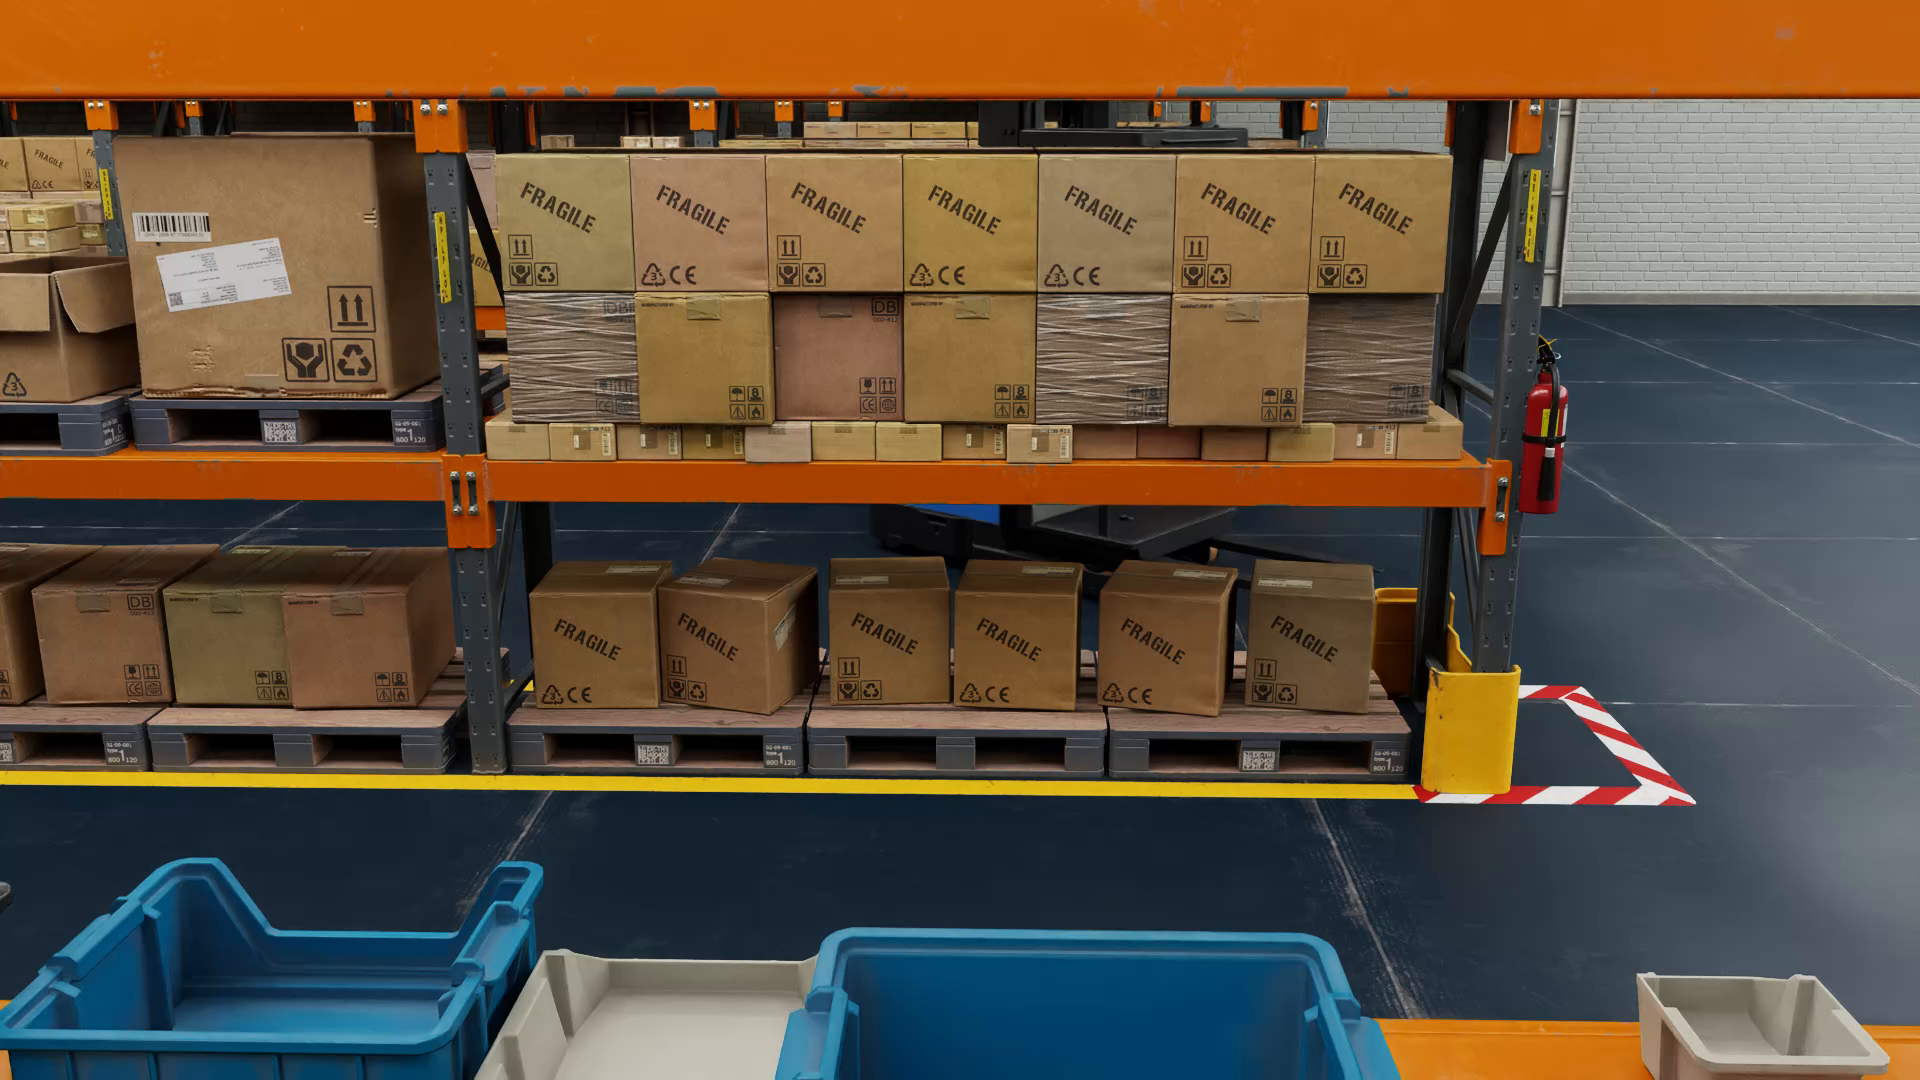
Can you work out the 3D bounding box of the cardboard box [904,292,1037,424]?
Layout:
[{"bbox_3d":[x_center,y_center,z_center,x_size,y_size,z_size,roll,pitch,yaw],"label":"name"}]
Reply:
[{"bbox_3d":[0.050,-0.794,6.691,0.500,0.500,0.875,0,15,1],"label":"cardboard box"}]

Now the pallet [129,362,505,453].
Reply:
[{"bbox_3d":[-2.659,-0.574,7.010,1.213,0.211,1.003,0,15,1],"label":"pallet"}]

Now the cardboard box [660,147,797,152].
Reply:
[{"bbox_3d":[-0.942,-1.364,6.892,0.500,0.500,0.500,0,15,1],"label":"cardboard box"}]

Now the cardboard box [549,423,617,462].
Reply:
[{"bbox_3d":[-1.442,-0.420,6.544,0.250,0.149,0.380,0,15,1],"label":"cardboard box"}]

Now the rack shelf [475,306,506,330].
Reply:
[{"bbox_3d":[-3.670,-1.554,11.759,4.000,0.370,1.077,0,15,1],"label":"rack shelf"}]

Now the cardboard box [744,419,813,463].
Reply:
[{"bbox_3d":[-0.692,-0.414,6.521,0.250,0.149,0.380,0,15,1],"label":"cardboard box"}]

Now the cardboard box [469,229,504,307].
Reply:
[{"bbox_3d":[-3.210,-1.879,11.385,0.500,0.500,0.500,1,15,2],"label":"cardboard box"}]

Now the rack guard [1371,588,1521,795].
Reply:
[{"bbox_3d":[2.024,0.610,7.048,0.348,0.500,1.175,0,15,1],"label":"rack guard"}]

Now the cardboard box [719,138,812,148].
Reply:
[{"bbox_3d":[-1.303,-2.472,11.419,0.550,0.550,0.875,0,15,1],"label":"cardboard box"}]

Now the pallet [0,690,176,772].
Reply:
[{"bbox_3d":[-3.900,0.712,7.227,1.213,0.211,1.003,0,15,1],"label":"pallet"}]

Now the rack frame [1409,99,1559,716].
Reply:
[{"bbox_3d":[2.100,-0.598,6.728,0.127,3.000,1.000,0,15,1],"label":"rack frame"}]

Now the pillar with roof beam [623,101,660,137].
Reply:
[{"bbox_3d":[-4.305,-6.468,17.215,0.400,9.000,9.100,0,15,1],"label":"pillar with roof beam"}]

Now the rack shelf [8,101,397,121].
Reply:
[{"bbox_3d":[-7.644,-4.293,16.263,4.000,0.370,1.077,0,15,1],"label":"rack shelf"}]

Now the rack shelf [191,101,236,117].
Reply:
[{"bbox_3d":[-7.521,-5.559,21.061,4.000,0.370,1.077,0,15,1],"label":"rack shelf"}]

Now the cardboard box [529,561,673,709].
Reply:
[{"bbox_3d":[-1.500,0.394,7.043,0.500,0.500,0.500,0,15,0],"label":"cardboard box"}]

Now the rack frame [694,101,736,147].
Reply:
[{"bbox_3d":[-1.671,-1.889,11.618,0.127,3.000,1.000,0,15,1],"label":"rack frame"}]

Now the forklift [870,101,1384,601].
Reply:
[{"bbox_3d":[0.900,-1.232,9.265,3.031,2.935,1.130,12,19,39],"label":"forklift"}]

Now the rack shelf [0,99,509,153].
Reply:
[{"bbox_3d":[-3.898,-1.740,6.585,4.000,0.370,1.077,0,15,1],"label":"rack shelf"}]

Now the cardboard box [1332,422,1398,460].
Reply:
[{"bbox_3d":[1.560,-0.428,6.574,0.250,0.149,0.380,0,15,1],"label":"cardboard box"}]

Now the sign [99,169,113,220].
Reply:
[{"bbox_3d":[-5.674,-2.298,11.055,0.005,0.325,0.100,0,15,1],"label":"sign"}]

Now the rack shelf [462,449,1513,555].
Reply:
[{"bbox_3d":[0.101,-0.263,6.869,4.000,0.370,1.077,0,15,1],"label":"rack shelf"}]

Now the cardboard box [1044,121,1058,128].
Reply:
[{"bbox_3d":[0.819,-3.731,15.863,0.500,0.500,0.700,0,15,1],"label":"cardboard box"}]

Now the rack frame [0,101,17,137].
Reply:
[{"bbox_3d":[-9.643,-3.204,16.603,0.127,3.000,1.000,0,15,1],"label":"rack frame"}]

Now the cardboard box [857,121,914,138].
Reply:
[{"bbox_3d":[-0.701,-3.760,15.973,0.500,0.500,0.700,0,15,2],"label":"cardboard box"}]

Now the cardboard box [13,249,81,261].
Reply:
[{"bbox_3d":[-6.175,-1.882,11.263,0.250,0.149,0.380,1,15,2],"label":"cardboard box"}]

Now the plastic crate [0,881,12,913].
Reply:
[{"bbox_3d":[-1.505,0.705,1.911,0.504,0.338,0.767,0,15,1],"label":"plastic crate"}]

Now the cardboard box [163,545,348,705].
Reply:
[{"bbox_3d":[-2.988,0.354,7.155,0.500,0.500,0.700,0,15,1],"label":"cardboard box"}]

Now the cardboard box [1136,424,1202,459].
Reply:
[{"bbox_3d":[0.810,-0.434,6.598,0.250,0.149,0.380,0,15,1],"label":"cardboard box"}]

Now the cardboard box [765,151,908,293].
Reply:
[{"bbox_3d":[-0.456,-1.226,6.368,0.500,0.500,0.500,0,15,1],"label":"cardboard box"}]

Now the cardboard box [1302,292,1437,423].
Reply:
[{"bbox_3d":[1.551,-0.801,6.717,0.500,0.500,0.875,0,15,1],"label":"cardboard box"}]

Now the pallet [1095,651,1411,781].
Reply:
[{"bbox_3d":[1.213,0.735,7.139,1.213,0.211,1.003,0,15,1],"label":"pallet"}]

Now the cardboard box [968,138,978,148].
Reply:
[{"bbox_3d":[0.316,-2.458,11.366,0.500,0.550,0.875,0,15,1],"label":"cardboard box"}]

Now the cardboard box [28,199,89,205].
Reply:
[{"bbox_3d":[-6.395,-2.337,11.822,0.250,0.149,0.380,0,15,0],"label":"cardboard box"}]

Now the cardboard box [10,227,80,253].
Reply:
[{"bbox_3d":[-6.175,-2.027,11.230,0.250,0.149,0.380,1,15,3],"label":"cardboard box"}]

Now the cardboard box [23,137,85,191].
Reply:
[{"bbox_3d":[-8.701,-3.663,16.188,0.500,0.500,0.500,0,15,1],"label":"cardboard box"}]

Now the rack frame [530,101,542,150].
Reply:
[{"bbox_3d":[-5.521,-4.444,21.302,0.127,3.000,1.000,0,15,1],"label":"rack frame"}]

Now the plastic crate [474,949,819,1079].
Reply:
[{"bbox_3d":[-0.395,0.712,2.277,0.437,0.136,0.530,0,15,1],"label":"plastic crate"}]

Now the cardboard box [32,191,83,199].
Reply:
[{"bbox_3d":[-8.688,-3.302,16.289,0.500,0.250,0.500,1,15,2],"label":"cardboard box"}]

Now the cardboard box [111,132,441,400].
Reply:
[{"bbox_3d":[-2.689,-1.158,6.851,1.000,1.000,1.000,0,15,2],"label":"cardboard box"}]

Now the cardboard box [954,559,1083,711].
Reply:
[{"bbox_3d":[0.252,0.395,7.040,0.500,0.500,0.500,2,15,7],"label":"cardboard box"}]

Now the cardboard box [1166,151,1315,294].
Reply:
[{"bbox_3d":[1.044,-1.216,6.331,0.500,0.500,0.500,0,15,1],"label":"cardboard box"}]

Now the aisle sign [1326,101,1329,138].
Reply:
[{"bbox_3d":[2.391,-3.043,10.896,0.004,0.787,0.394,0,15,1],"label":"aisle sign"}]

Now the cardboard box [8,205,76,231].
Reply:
[{"bbox_3d":[-6.171,-2.170,11.189,0.250,0.149,0.380,0,15,-1],"label":"cardboard box"}]

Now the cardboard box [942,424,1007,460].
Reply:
[{"bbox_3d":[0.060,-0.428,6.576,0.250,0.149,0.380,0,15,1],"label":"cardboard box"}]

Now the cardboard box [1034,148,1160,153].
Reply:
[{"bbox_3d":[0.558,-1.355,6.857,0.500,0.500,0.500,0,15,1],"label":"cardboard box"}]

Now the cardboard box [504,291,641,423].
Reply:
[{"bbox_3d":[-1.450,-0.798,6.705,0.500,0.500,0.875,0,15,1],"label":"cardboard box"}]

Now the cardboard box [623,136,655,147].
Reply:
[{"bbox_3d":[-3.077,-3.803,16.000,0.250,0.149,0.380,0,15,-1],"label":"cardboard box"}]

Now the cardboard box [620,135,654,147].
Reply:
[{"bbox_3d":[-3.195,-3.935,16.499,0.250,0.149,0.380,1,15,5],"label":"cardboard box"}]
